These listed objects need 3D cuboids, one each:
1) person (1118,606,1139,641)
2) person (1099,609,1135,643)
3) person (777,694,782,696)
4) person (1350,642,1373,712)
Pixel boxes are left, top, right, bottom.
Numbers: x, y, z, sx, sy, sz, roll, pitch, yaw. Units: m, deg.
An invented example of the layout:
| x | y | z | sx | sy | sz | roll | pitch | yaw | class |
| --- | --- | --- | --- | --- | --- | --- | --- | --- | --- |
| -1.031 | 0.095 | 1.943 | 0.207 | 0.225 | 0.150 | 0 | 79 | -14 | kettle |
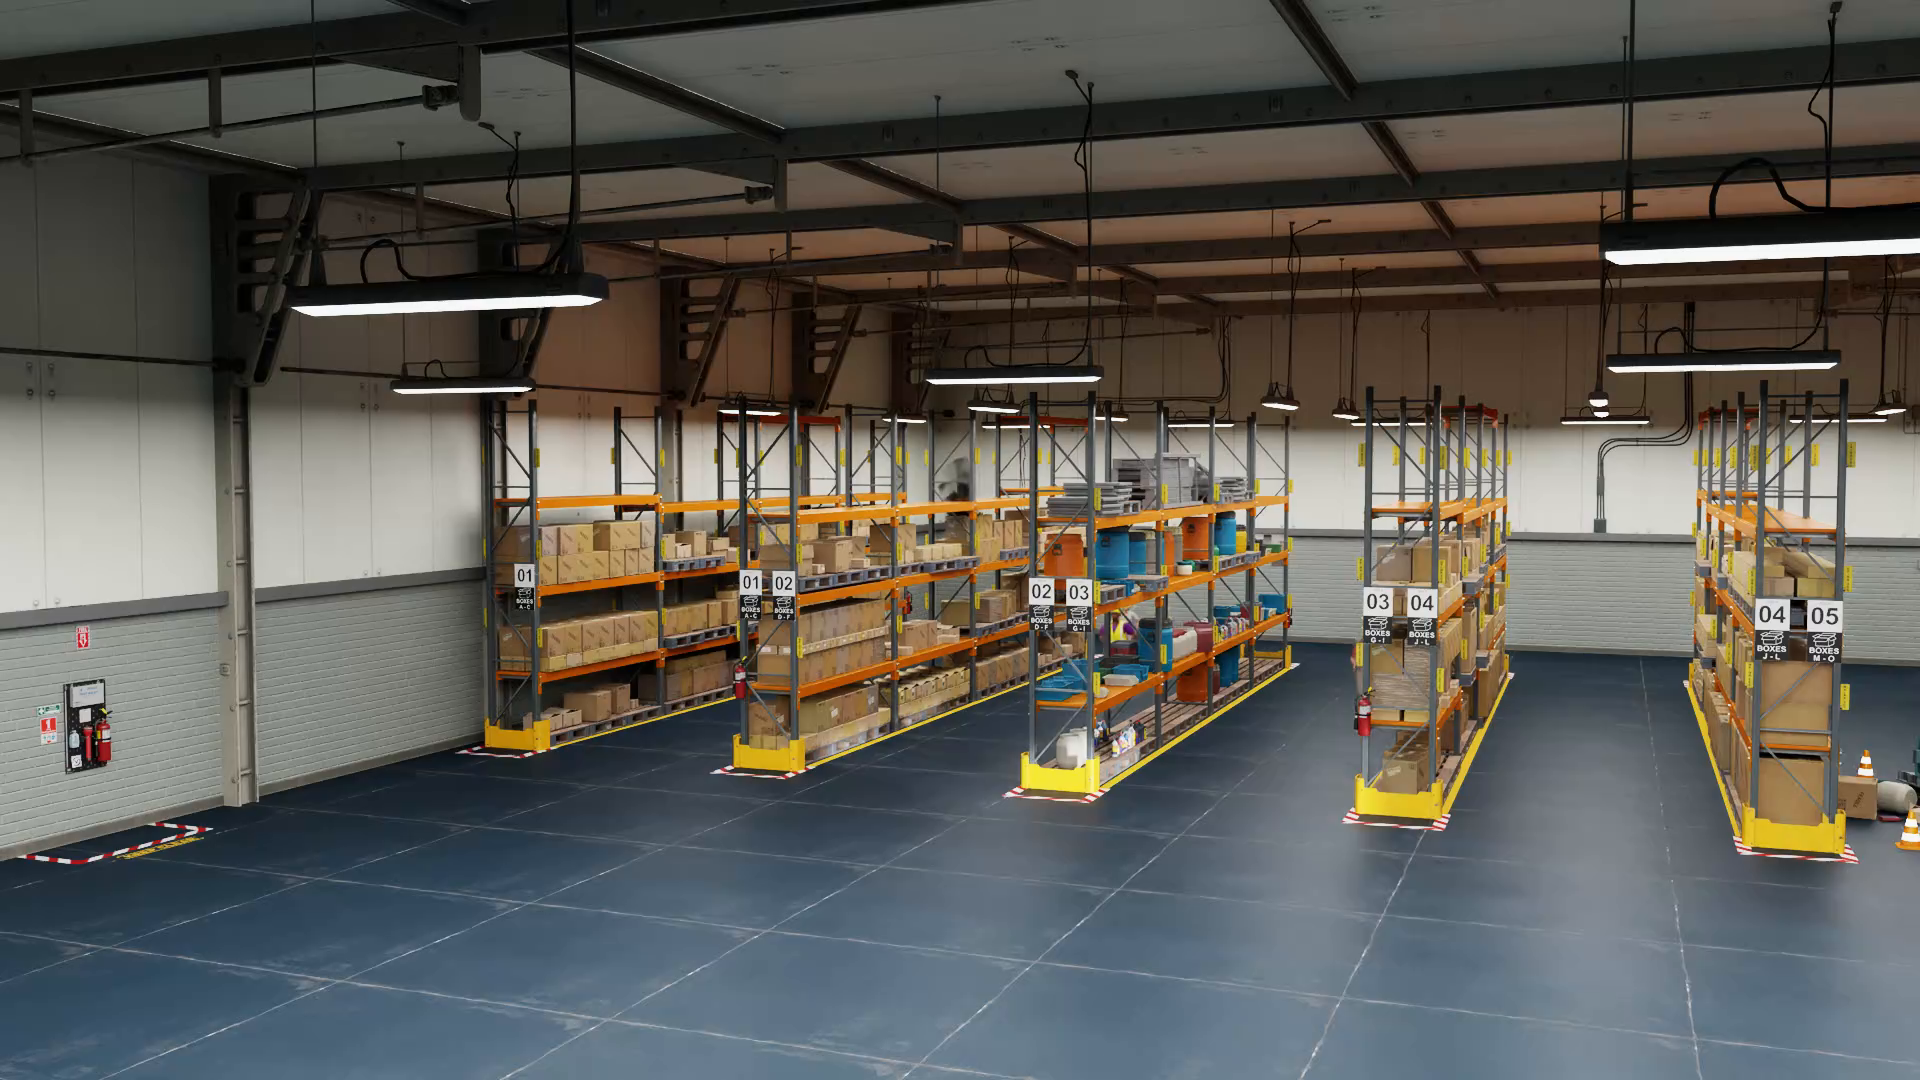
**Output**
| x | y | z | sx | sy | sz | roll | pitch | yaw | class |
| --- | --- | --- | --- | --- | --- | --- | --- | --- | --- |
| 3.924 | 2.244 | 39.184 | 0.586 | 1.614 | 0.567 | 0 | 3 | 7 | person |
| 3.078 | 2.212 | 33.055 | 0.686 | 1.756 | 0.617 | 1 | 3 | 19 | person |
| -3.167 | 2.587 | 30.524 | 0.690 | 1.759 | 1.004 | 1 | 3 | 19 | person |
| 7.821 | 2.583 | 31.979 | 0.659 | 1.674 | 0.622 | 1 | 3 | 20 | person |
